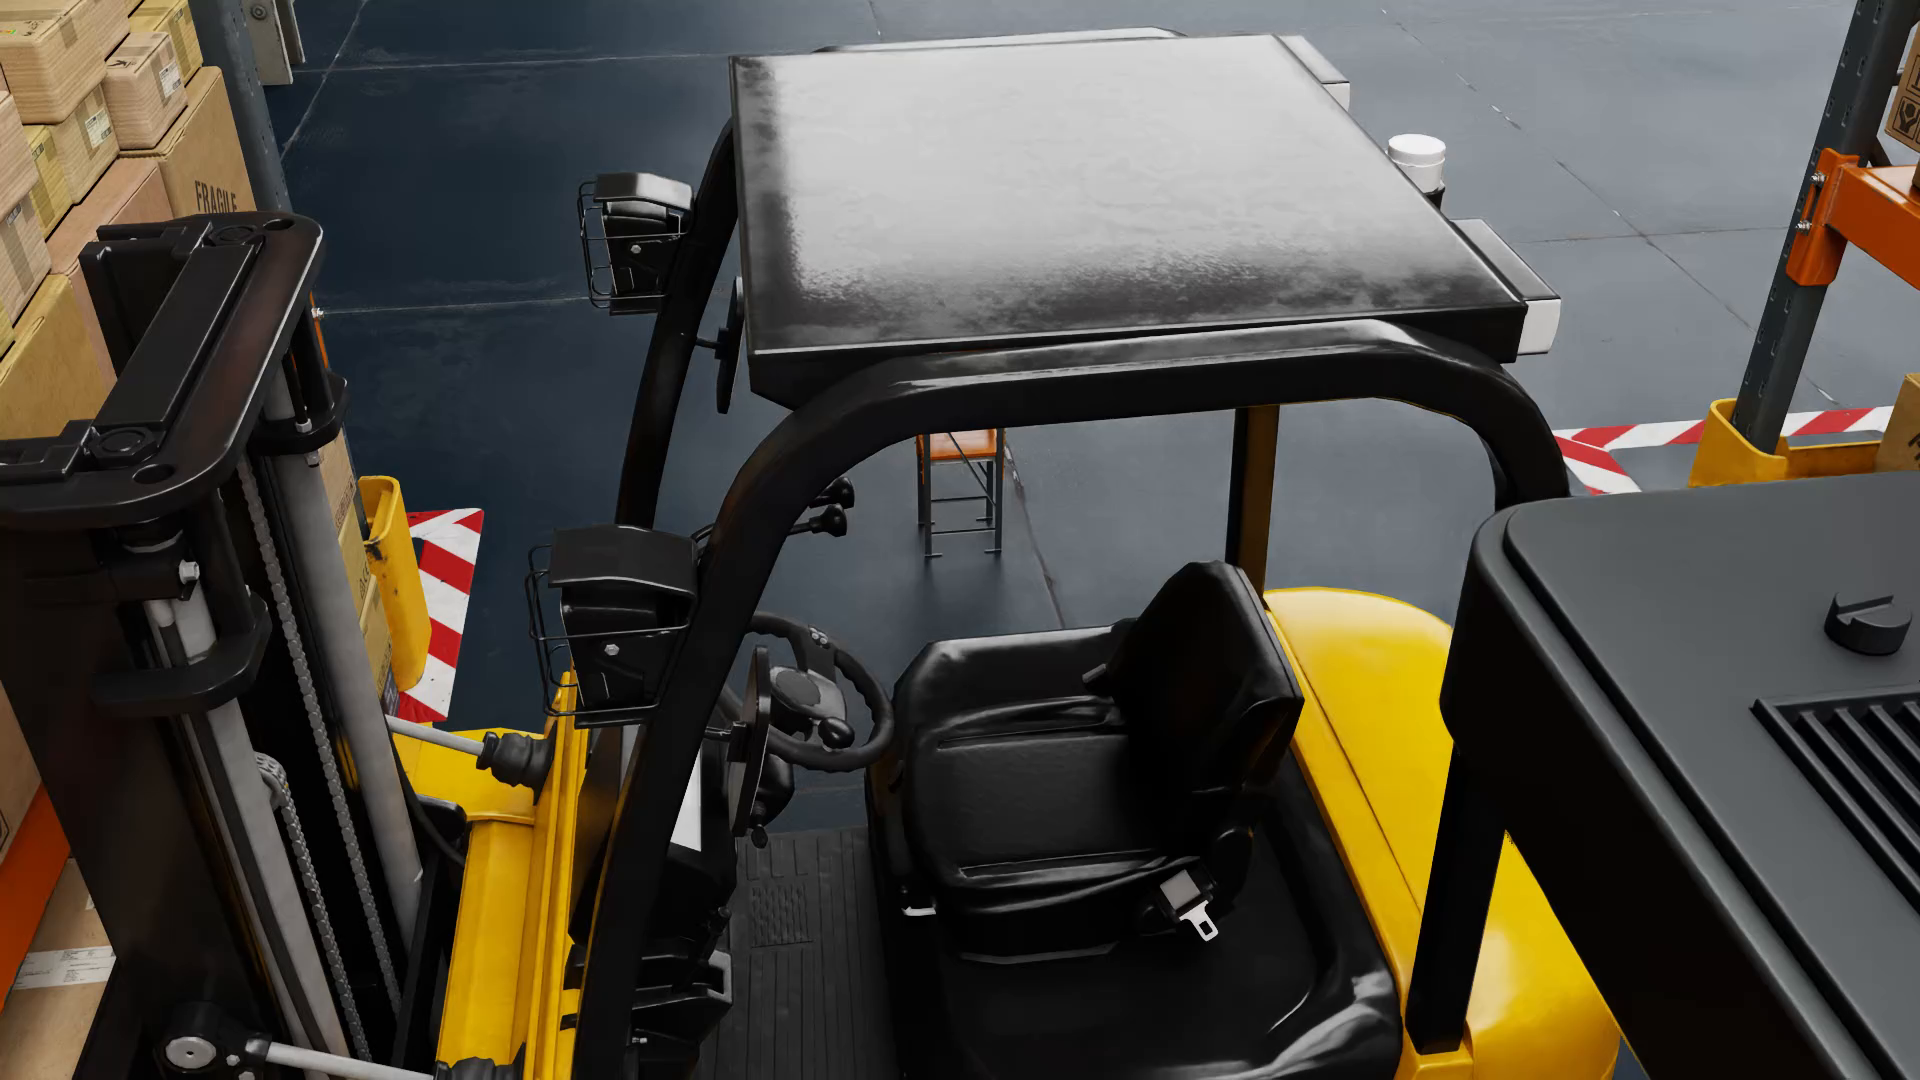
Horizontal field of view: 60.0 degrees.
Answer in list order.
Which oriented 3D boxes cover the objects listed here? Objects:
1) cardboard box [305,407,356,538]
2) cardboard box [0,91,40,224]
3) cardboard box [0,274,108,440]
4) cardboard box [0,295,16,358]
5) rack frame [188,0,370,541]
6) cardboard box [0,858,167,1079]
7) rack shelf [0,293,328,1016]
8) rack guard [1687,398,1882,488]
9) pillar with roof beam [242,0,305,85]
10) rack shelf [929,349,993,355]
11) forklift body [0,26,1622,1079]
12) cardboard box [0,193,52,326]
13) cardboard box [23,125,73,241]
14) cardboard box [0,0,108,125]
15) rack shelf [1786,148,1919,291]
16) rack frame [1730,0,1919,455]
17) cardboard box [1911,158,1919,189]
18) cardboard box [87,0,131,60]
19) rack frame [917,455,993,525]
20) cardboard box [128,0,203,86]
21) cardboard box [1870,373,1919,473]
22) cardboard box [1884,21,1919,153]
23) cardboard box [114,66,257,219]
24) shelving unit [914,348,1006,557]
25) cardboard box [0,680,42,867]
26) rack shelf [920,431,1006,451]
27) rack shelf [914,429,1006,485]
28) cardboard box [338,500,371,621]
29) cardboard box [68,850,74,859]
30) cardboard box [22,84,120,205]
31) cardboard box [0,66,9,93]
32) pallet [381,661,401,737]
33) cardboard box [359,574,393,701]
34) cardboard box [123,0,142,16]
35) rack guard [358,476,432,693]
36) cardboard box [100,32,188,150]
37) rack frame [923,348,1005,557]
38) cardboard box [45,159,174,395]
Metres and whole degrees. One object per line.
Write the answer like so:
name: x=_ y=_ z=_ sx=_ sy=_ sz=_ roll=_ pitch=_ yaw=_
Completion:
cardboard box: x=-1.735 y=-0.073 z=3.874 sx=0.500 sy=0.250 sz=0.500 roll=-3 pitch=34 yaw=-5
cardboard box: x=-1.618 y=-0.544 z=2.455 sx=0.380 sy=0.149 sz=0.250 roll=-4 pitch=34 yaw=-5
cardboard box: x=-1.650 y=-0.066 z=2.595 sx=0.500 sy=0.500 sz=0.500 roll=-5 pitch=35 yaw=-7
cardboard box: x=-1.585 y=-0.279 z=2.331 sx=0.380 sy=0.149 sz=0.250 roll=-4 pitch=34 yaw=-6
rack frame: x=-2.106 y=-0.856 z=3.842 sx=1.000 sy=3.000 sz=0.127 roll=-4 pitch=35 yaw=-6
cardboard box: x=-1.522 y=0.776 z=2.629 sx=0.500 sy=0.250 sz=0.500 roll=-5 pitch=35 yaw=-7
rack shelf: x=-1.837 y=0.557 z=2.407 sx=1.077 sy=0.370 sz=4.000 roll=-4 pitch=35 yaw=-6
rack guard: x=2.822 y=-0.159 z=5.039 sx=1.175 sy=0.500 sz=0.348 roll=-4 pitch=35 yaw=-6
pillar with roof beam: x=0.553 y=-6.552 z=6.874 sx=9.100 sy=9.000 sz=0.400 roll=-4 pitch=35 yaw=-6
rack shelf: x=-0.002 y=-0.566 z=4.881 sx=0.258 sy=0.103 sz=0.180 roll=-4 pitch=35 yaw=-6
forklift body: x=-0.043 y=0.415 z=2.731 sx=2.313 sy=2.155 sz=1.214 roll=-4 pitch=35 yaw=-6
cardboard box: x=-1.639 y=-0.419 z=2.536 sx=0.380 sy=0.149 sz=0.250 roll=-5 pitch=35 yaw=-8
cardboard box: x=-1.722 y=-0.564 z=2.749 sx=0.380 sy=0.149 sz=0.250 roll=-5 pitch=35 yaw=-7
cardboard box: x=-1.723 y=-0.825 z=2.868 sx=0.380 sy=0.149 sz=0.250 roll=-4 pitch=34 yaw=-5
rack shelf: x=3.081 y=0.179 z=2.962 sx=1.077 sy=0.370 sz=4.000 roll=-4 pitch=35 yaw=-6
rack frame: x=2.812 y=-1.234 z=4.397 sx=1.000 sy=3.000 sz=0.127 roll=-4 pitch=35 yaw=-6
cardboard box: x=2.653 y=-0.925 z=4.167 sx=0.380 sy=0.149 sz=0.250 roll=-4 pitch=35 yaw=-6
cardboard box: x=-1.785 y=-0.969 z=3.079 sx=0.380 sy=0.149 sz=0.250 roll=-4 pitch=35 yaw=-6
rack frame: x=-0.014 y=-0.555 z=4.999 sx=0.240 sy=1.200 sz=0.006 roll=-4 pitch=35 yaw=-6
cardboard box: x=-1.782 y=-0.993 z=3.379 sx=0.380 sy=0.149 sz=0.250 roll=-4 pitch=34 yaw=-6
cardboard box: x=2.650 y=-0.097 z=4.131 sx=0.500 sy=0.500 sz=0.500 roll=-5 pitch=35 yaw=-8
cardboard box: x=2.601 y=-1.113 z=3.866 sx=0.500 sy=0.500 sz=0.500 roll=-5 pitch=35 yaw=-7
cardboard box: x=-1.780 y=-0.643 z=3.440 sx=0.500 sy=0.500 sz=0.500 roll=-5 pitch=35 yaw=-7
shelving unit: x=-0.002 y=-0.504 z=4.924 sx=0.258 sy=1.200 sz=0.189 roll=-4 pitch=35 yaw=-6
cardboard box: x=-1.571 y=0.213 z=2.185 sx=0.500 sy=0.500 sz=0.500 roll=-4 pitch=34 yaw=-6
rack shelf: x=-0.002 y=-0.368 z=5.017 sx=0.258 sy=0.103 sz=0.180 roll=-4 pitch=35 yaw=-6
rack shelf: x=-0.002 y=-0.269 z=5.084 sx=0.258 sy=0.103 sz=0.180 roll=-4 pitch=35 yaw=-6
cardboard box: x=-1.731 y=0.148 z=3.994 sx=0.500 sy=0.250 sz=0.500 roll=-5 pitch=35 yaw=-7
cardboard box: x=-1.583 y=0.492 z=3.045 sx=0.500 sy=0.250 sz=0.500 roll=-4 pitch=34 yaw=-6
cardboard box: x=-1.744 y=-0.703 z=2.954 sx=0.380 sy=0.149 sz=0.250 roll=-4 pitch=34 yaw=-5
cardboard box: x=-1.763 y=-0.681 z=2.656 sx=0.380 sy=0.149 sz=0.250 roll=-4 pitch=34 yaw=-6
pallet: x=-1.962 y=0.720 z=4.006 sx=1.003 sy=0.211 sz=1.213 roll=-4 pitch=35 yaw=-6
cardboard box: x=-1.730 y=0.345 z=4.149 sx=0.500 sy=0.250 sz=0.500 roll=-4 pitch=34 yaw=-6
cardboard box: x=-1.849 y=-1.104 z=3.278 sx=0.380 sy=0.149 sz=0.250 roll=-4 pitch=35 yaw=-6
rack guard: x=-2.109 y=0.164 z=4.566 sx=1.175 sy=0.500 sz=0.348 roll=-4 pitch=35 yaw=-6
cardboard box: x=-1.718 y=-0.853 z=3.173 sx=0.380 sy=0.149 sz=0.250 roll=-4 pitch=34 yaw=-6
rack frame: x=0.010 y=-0.453 z=4.849 sx=0.240 sy=1.200 sz=0.006 roll=-4 pitch=35 yaw=-6
cardboard box: x=-1.719 y=-0.352 z=3.015 sx=0.500 sy=0.500 sz=0.500 roll=-3 pitch=34 yaw=-5
